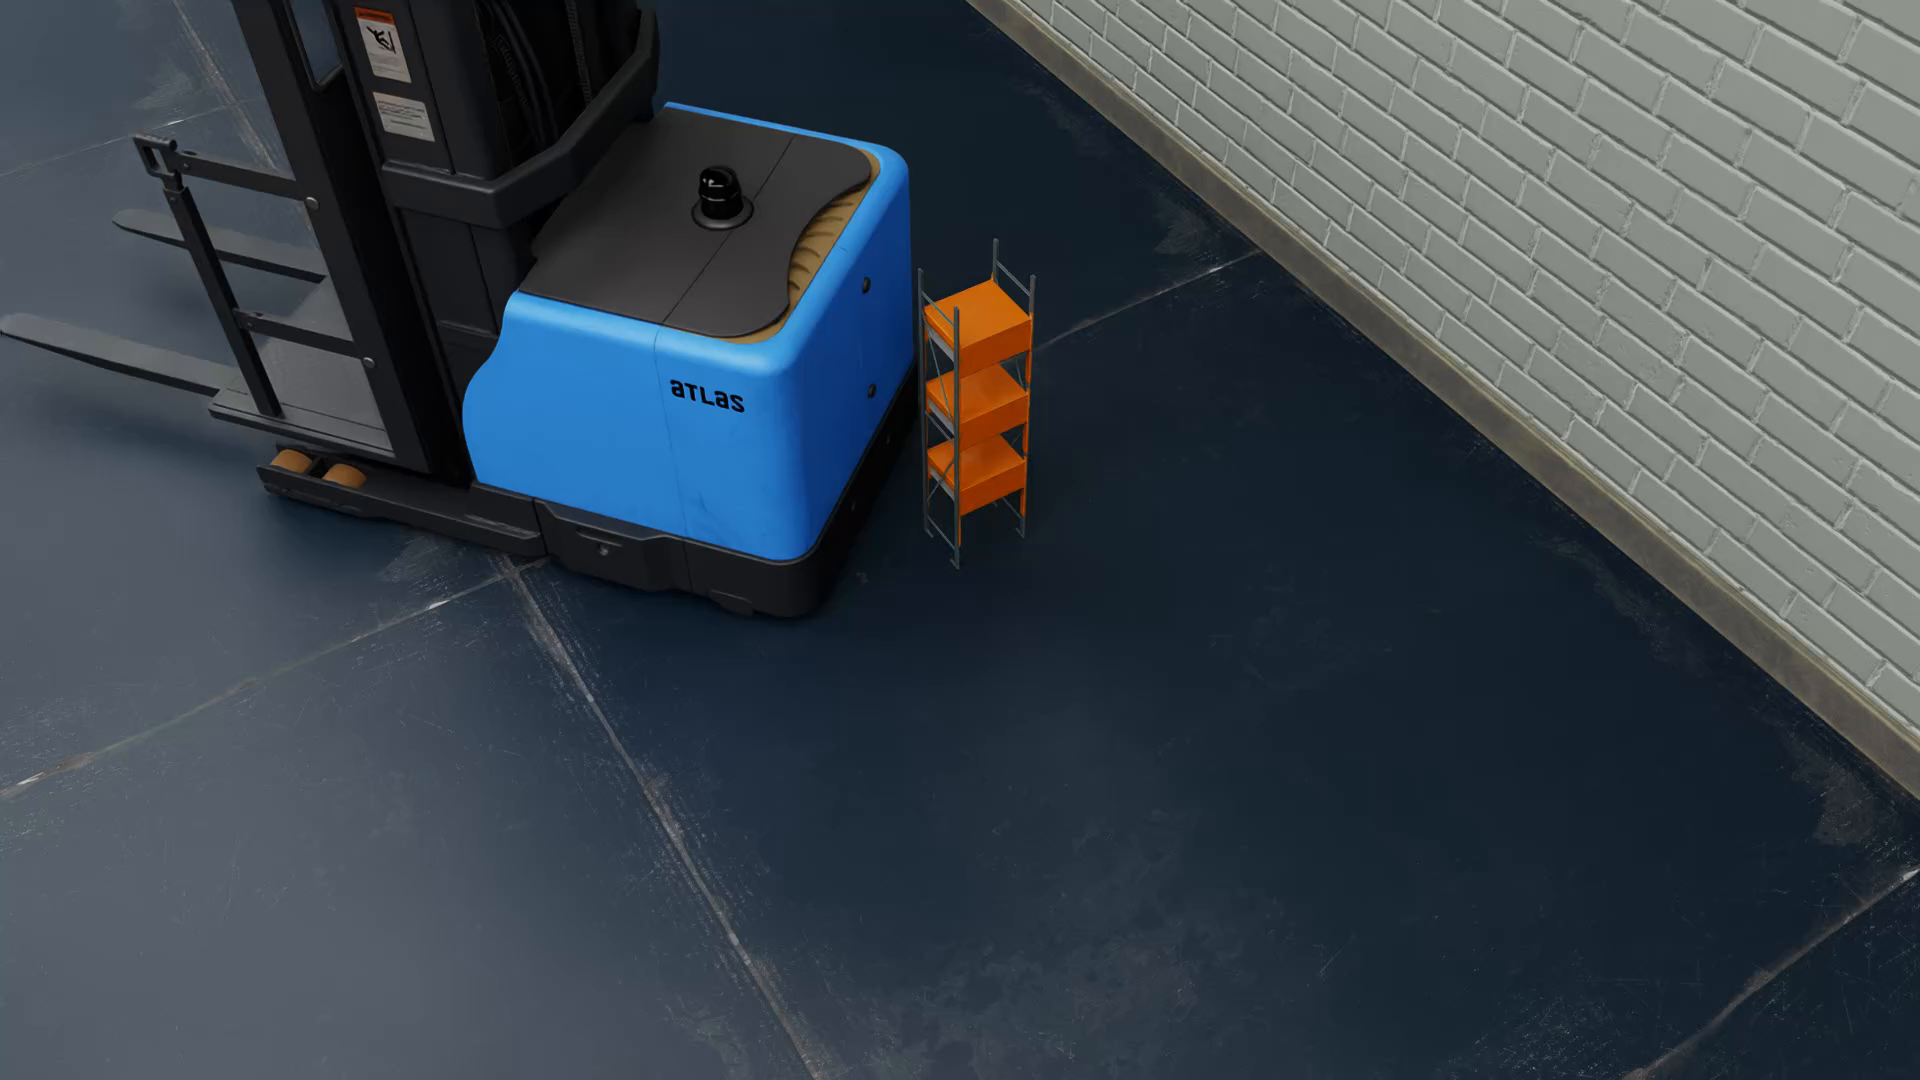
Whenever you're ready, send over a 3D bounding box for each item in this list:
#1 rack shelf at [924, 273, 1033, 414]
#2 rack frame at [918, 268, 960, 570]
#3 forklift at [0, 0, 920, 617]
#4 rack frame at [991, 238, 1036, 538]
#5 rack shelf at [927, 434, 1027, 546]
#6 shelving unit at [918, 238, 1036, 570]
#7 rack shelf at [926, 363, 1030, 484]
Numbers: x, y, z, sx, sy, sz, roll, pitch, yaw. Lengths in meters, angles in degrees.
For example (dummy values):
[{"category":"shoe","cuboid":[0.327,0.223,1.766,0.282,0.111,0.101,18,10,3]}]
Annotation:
[{"category":"rack shelf","cuboid":[0.045,-0.552,4.673,0.240,0.259,0.215,-25,53,-21]},{"category":"rack frame","cuboid":[-0.058,-0.322,4.834,0.008,1.050,0.200,-25,53,-21]},{"category":"forklift","cuboid":[-1.708,-1.413,4.546,3.031,2.935,1.130,14,50,12]},{"category":"rack frame","cuboid":[0.148,-0.419,4.920,0.008,1.050,0.200,-25,53,-21]},{"category":"rack shelf","cuboid":[0.045,-0.179,5.092,0.240,0.259,0.215,-25,53,-21]},{"category":"shelving unit","cuboid":[0.045,-0.370,4.877,0.252,1.050,0.215,-25,53,-21]},{"category":"rack shelf","cuboid":[0.045,-0.363,4.885,0.240,0.259,0.215,-25,53,-21]}]
